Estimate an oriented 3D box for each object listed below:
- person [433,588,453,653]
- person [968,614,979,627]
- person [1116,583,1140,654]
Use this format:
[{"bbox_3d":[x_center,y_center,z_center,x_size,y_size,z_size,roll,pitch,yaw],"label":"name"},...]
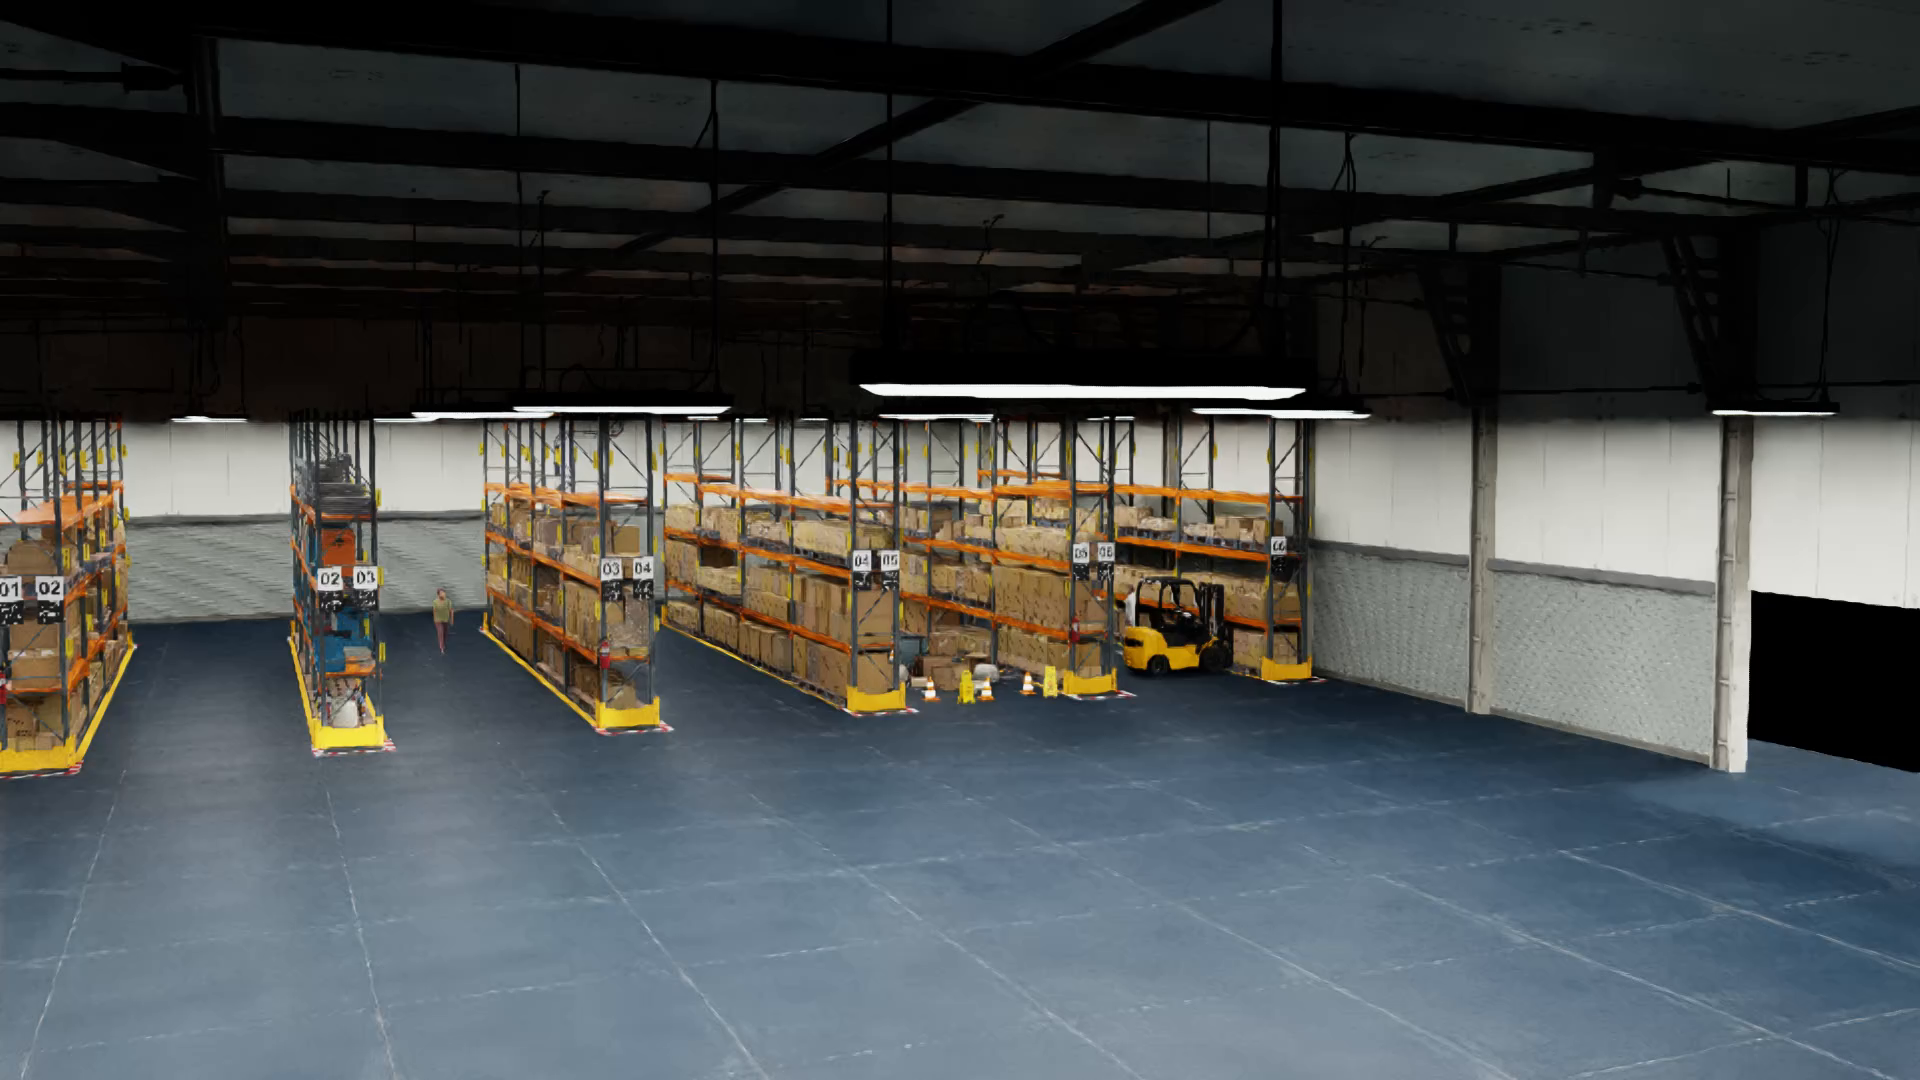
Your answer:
[{"bbox_3d":[-12.928,1.999,41.606,0.456,1.613,1.019,-2,4,-24],"label":"person"},{"bbox_3d":[0.402,1.766,44.943,0.468,1.600,0.405,3,5,35],"label":"person"},{"bbox_3d":[4.175,1.949,40.963,0.631,1.771,0.693,0,4,2],"label":"person"}]
